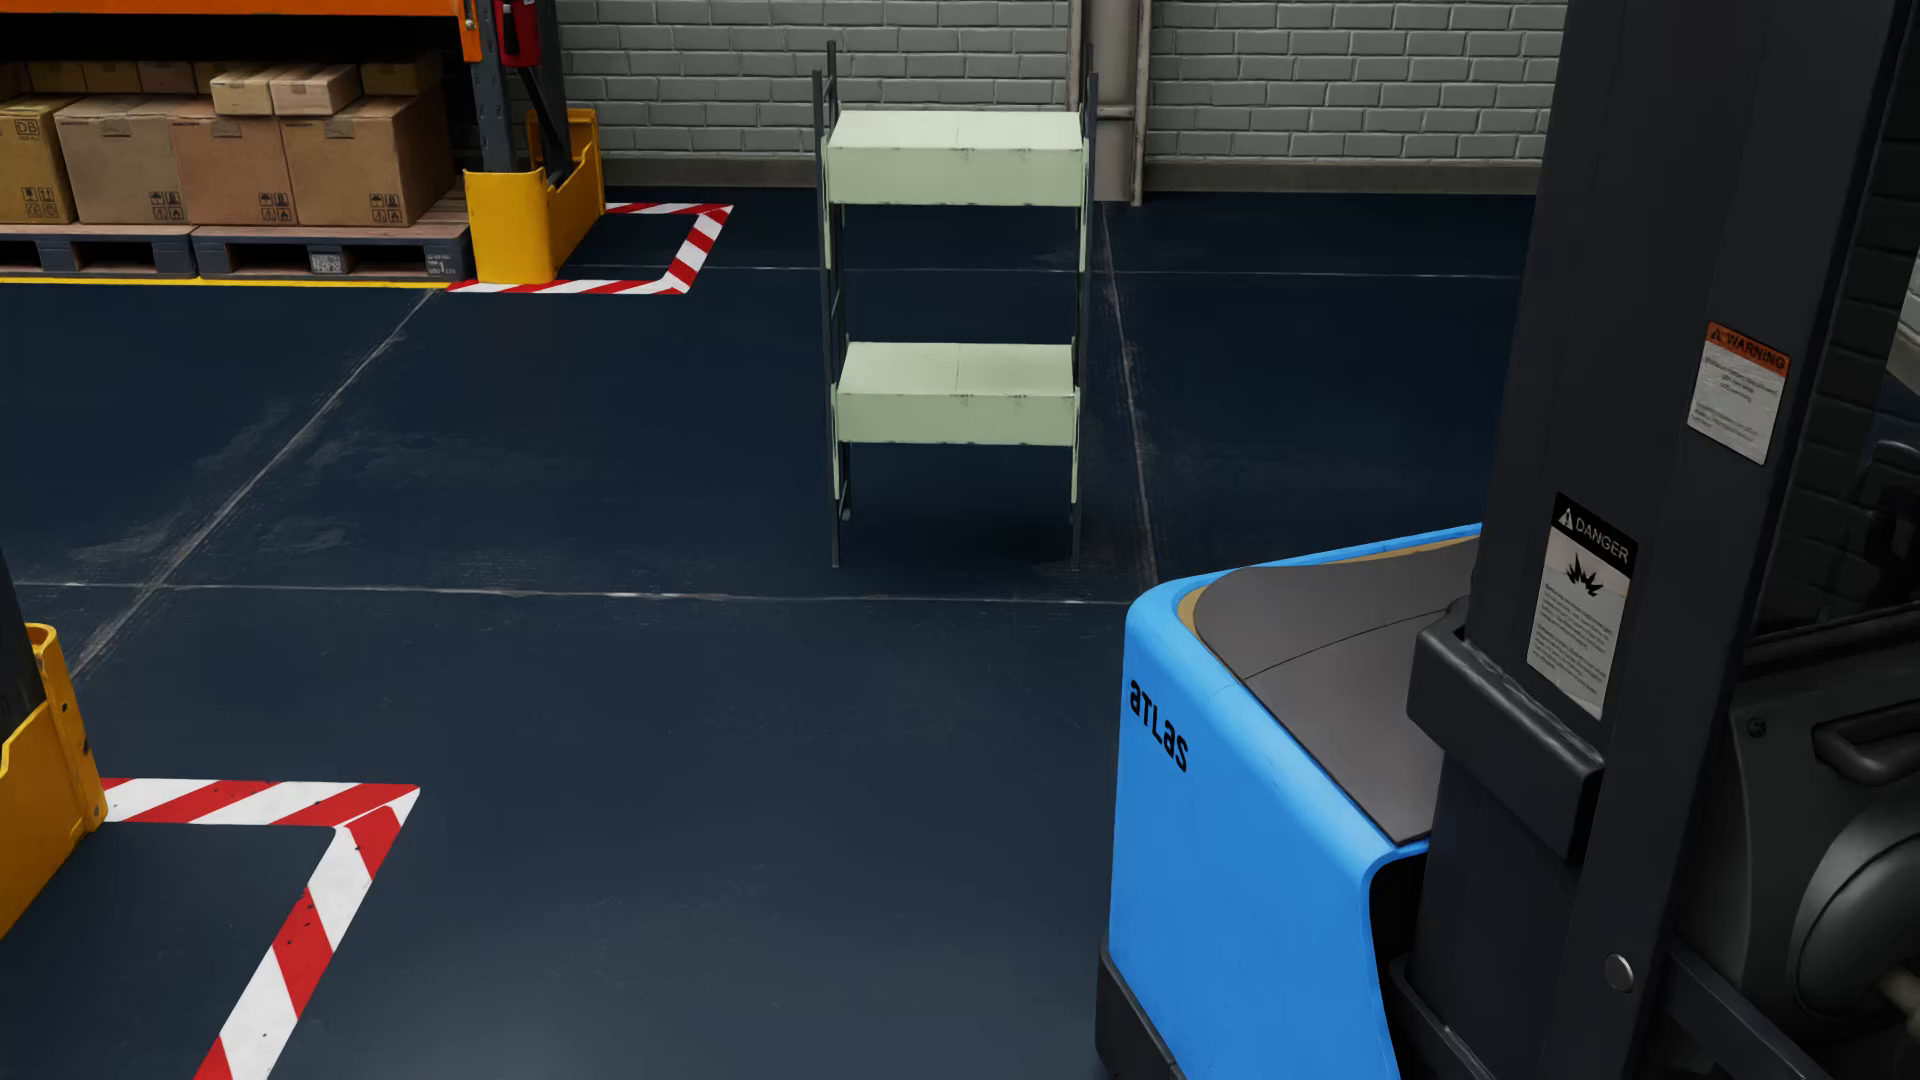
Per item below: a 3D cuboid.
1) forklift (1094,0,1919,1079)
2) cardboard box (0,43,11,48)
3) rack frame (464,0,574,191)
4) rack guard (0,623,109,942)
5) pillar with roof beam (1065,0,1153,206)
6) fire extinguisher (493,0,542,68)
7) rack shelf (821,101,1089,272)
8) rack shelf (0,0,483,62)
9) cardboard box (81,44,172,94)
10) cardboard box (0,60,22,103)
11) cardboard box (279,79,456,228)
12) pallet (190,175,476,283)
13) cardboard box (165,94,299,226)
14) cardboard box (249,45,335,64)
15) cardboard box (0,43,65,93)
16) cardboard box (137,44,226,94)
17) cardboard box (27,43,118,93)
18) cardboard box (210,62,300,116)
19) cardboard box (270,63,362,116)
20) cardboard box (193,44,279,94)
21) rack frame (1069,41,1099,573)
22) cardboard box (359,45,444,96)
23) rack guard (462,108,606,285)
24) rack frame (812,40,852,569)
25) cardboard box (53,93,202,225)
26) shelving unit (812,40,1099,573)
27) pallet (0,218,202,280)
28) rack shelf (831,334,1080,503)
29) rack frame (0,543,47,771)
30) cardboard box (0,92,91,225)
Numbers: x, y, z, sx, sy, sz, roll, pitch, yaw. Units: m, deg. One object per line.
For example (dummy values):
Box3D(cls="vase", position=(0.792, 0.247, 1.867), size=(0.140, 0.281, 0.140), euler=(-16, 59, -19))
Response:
Box3D(cls="forklift", position=(1.244, 0.302, 1.550), size=(1.130, 2.935, 3.031), euler=(-10, 29, -18))
Box3D(cls="cardboard box", position=(-4.596, -2.194, 7.714), size=(0.250, 0.149, 0.380), euler=(0, 28, 0))
Box3D(cls="rack frame", position=(-1.995, -2.737, 7.210), size=(0.127, 3.000, 1.000), euler=(1, 28, 2))
Box3D(cls="rack guard", position=(-2.242, 0.685, 3.424), size=(0.348, 0.500, 1.175), euler=(1, 28, 2))
Box3D(cls="pillar with roof beam", position=(0.582, -3.733, 2.683), size=(0.400, 9.000, 9.100), euler=(1, 28, 2))
Box3D(cls="fire extinguisher", position=(-1.860, -2.319, 6.904), size=(0.183, 0.674, 0.296), euler=(1, 28, 2))
Box3D(cls="rack shelf", position=(-0.007, -1.008, 4.716), size=(0.720, 0.370, 0.431), euler=(1, 28, 2))
Box3D(cls="rack shelf", position=(-3.994, -2.452, 7.441), size=(4.000, 0.370, 1.077), euler=(1, 28, 2))
Box3D(cls="cardboard box", position=(-3.833, -2.181, 7.690), size=(0.250, 0.149, 0.380), euler=(1, 28, 2))
Box3D(cls="cardboard box", position=(-4.391, -2.011, 7.368), size=(0.250, 0.149, 0.380), euler=(0, 28, 0))
Box3D(cls="cardboard box", position=(-2.698, -1.783, 7.631), size=(0.500, 0.500, 0.700), euler=(1, 28, 2))
Box3D(cls="pallet", position=(-2.797, -1.481, 7.819), size=(1.213, 0.211, 1.003), euler=(1, 28, 2))
Box3D(cls="cardboard box", position=(-3.198, -1.791, 7.646), size=(0.500, 0.500, 0.700), euler=(1, 28, 2))
Box3D(cls="cardboard box", position=(-3.072, -2.169, 7.667), size=(0.250, 0.149, 0.380), euler=(1, 28, 2))
Box3D(cls="cardboard box", position=(-4.344, -2.189, 7.705), size=(0.250, 0.149, 0.380), euler=(1, 28, 2))
Box3D(cls="cardboard box", position=(-3.577, -2.177, 7.682), size=(0.250, 0.149, 0.380), euler=(1, 28, 3))
Box3D(cls="cardboard box", position=(-4.086, -2.185, 7.698), size=(0.250, 0.149, 0.380), euler=(0, 28, 1))
Box3D(cls="cardboard box", position=(-3.088, -1.990, 7.329), size=(0.250, 0.149, 0.380), euler=(2, 28, 3))
Box3D(cls="cardboard box", position=(-2.833, -1.986, 7.322), size=(0.250, 0.149, 0.380), euler=(1, 28, 1))
Box3D(cls="cardboard box", position=(-3.322, -2.173, 7.675), size=(0.250, 0.149, 0.380), euler=(1, 28, 2))
Box3D(cls="rack frame", position=(0.359, -0.657, 4.888), size=(0.023, 1.500, 0.400), euler=(1, 28, 2))
Box3D(cls="cardboard box", position=(-2.566, -2.161, 7.652), size=(0.250, 0.149, 0.380), euler=(1, 28, 2))
Box3D(cls="rack guard", position=(-1.971, -1.632, 7.795), size=(0.348, 0.500, 1.175), euler=(1, 28, 2))
Box3D(cls="rack frame", position=(-0.372, -0.669, 4.910), size=(0.023, 1.500, 0.400), euler=(1, 28, 2))
Box3D(cls="cardboard box", position=(-3.701, -1.799, 7.661), size=(0.500, 0.500, 0.700), euler=(0, 28, 0))
Box3D(cls="shelving unit", position=(-0.007, -0.663, 4.899), size=(0.755, 1.500, 0.431), euler=(1, 28, 2))
Box3D(cls="pallet", position=(-4.013, -1.503, 7.860), size=(1.213, 0.211, 1.003), euler=(1, 28, 2))
Box3D(cls="rack shelf", position=(-0.007, -0.375, 5.052), size=(0.720, 0.370, 0.431), euler=(1, 28, 2))
Box3D(cls="rack frame", position=(-2.166, -0.418, 2.836), size=(0.127, 3.000, 1.000), euler=(1, 28, 2))
Box3D(cls="cardboard box", position=(-4.234, -1.804, 7.672), size=(0.500, 0.500, 0.700), euler=(2, 28, 3))
